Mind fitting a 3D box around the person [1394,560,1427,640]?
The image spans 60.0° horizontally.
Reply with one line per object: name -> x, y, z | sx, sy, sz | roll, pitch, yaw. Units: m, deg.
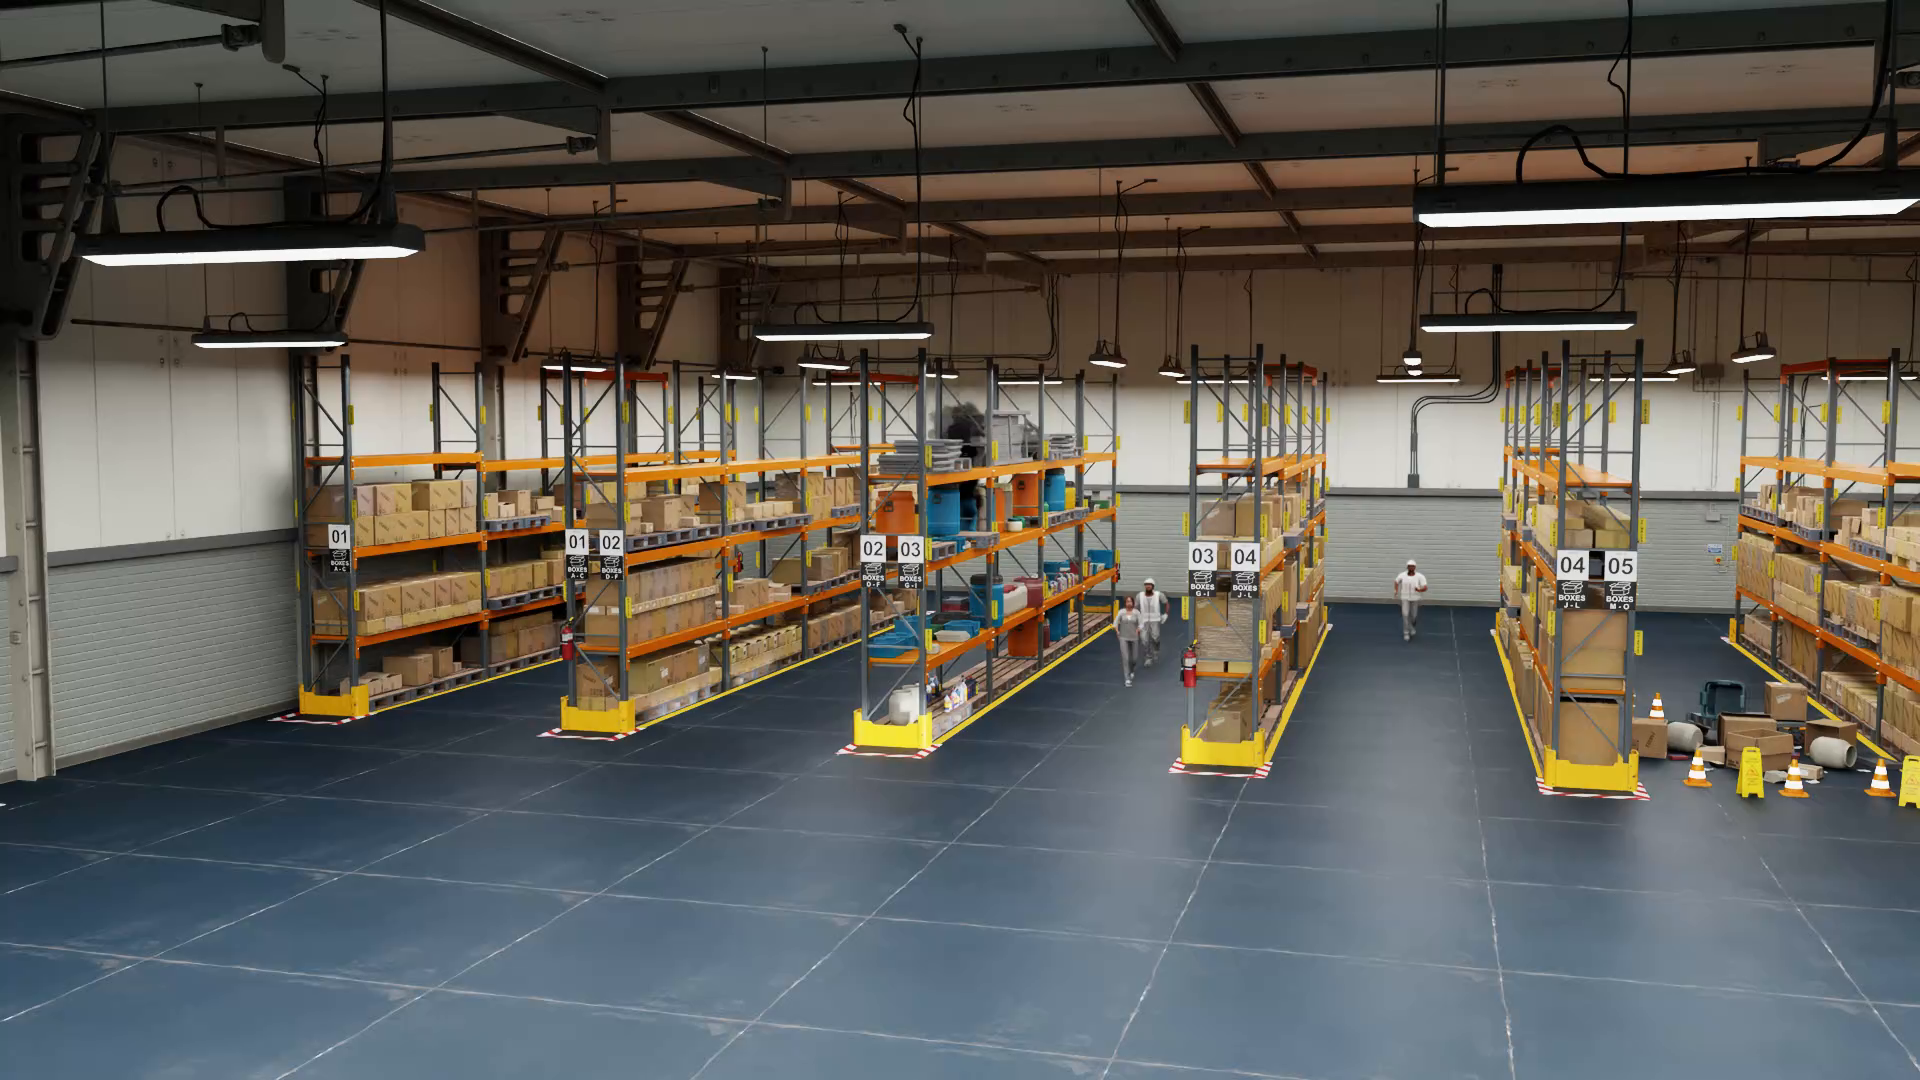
person -> 10.030, 1.317, 37.028 | 0.717, 1.751, 0.985 | 1, 4, 16

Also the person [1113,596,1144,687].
person -> 2.939, 1.752, 29.044 | 0.541, 1.562, 0.602 | 0, 4, 2

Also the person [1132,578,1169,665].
person -> 3.781, 1.639, 33.154 | 0.739, 1.743, 0.572 | 1, 4, 13
